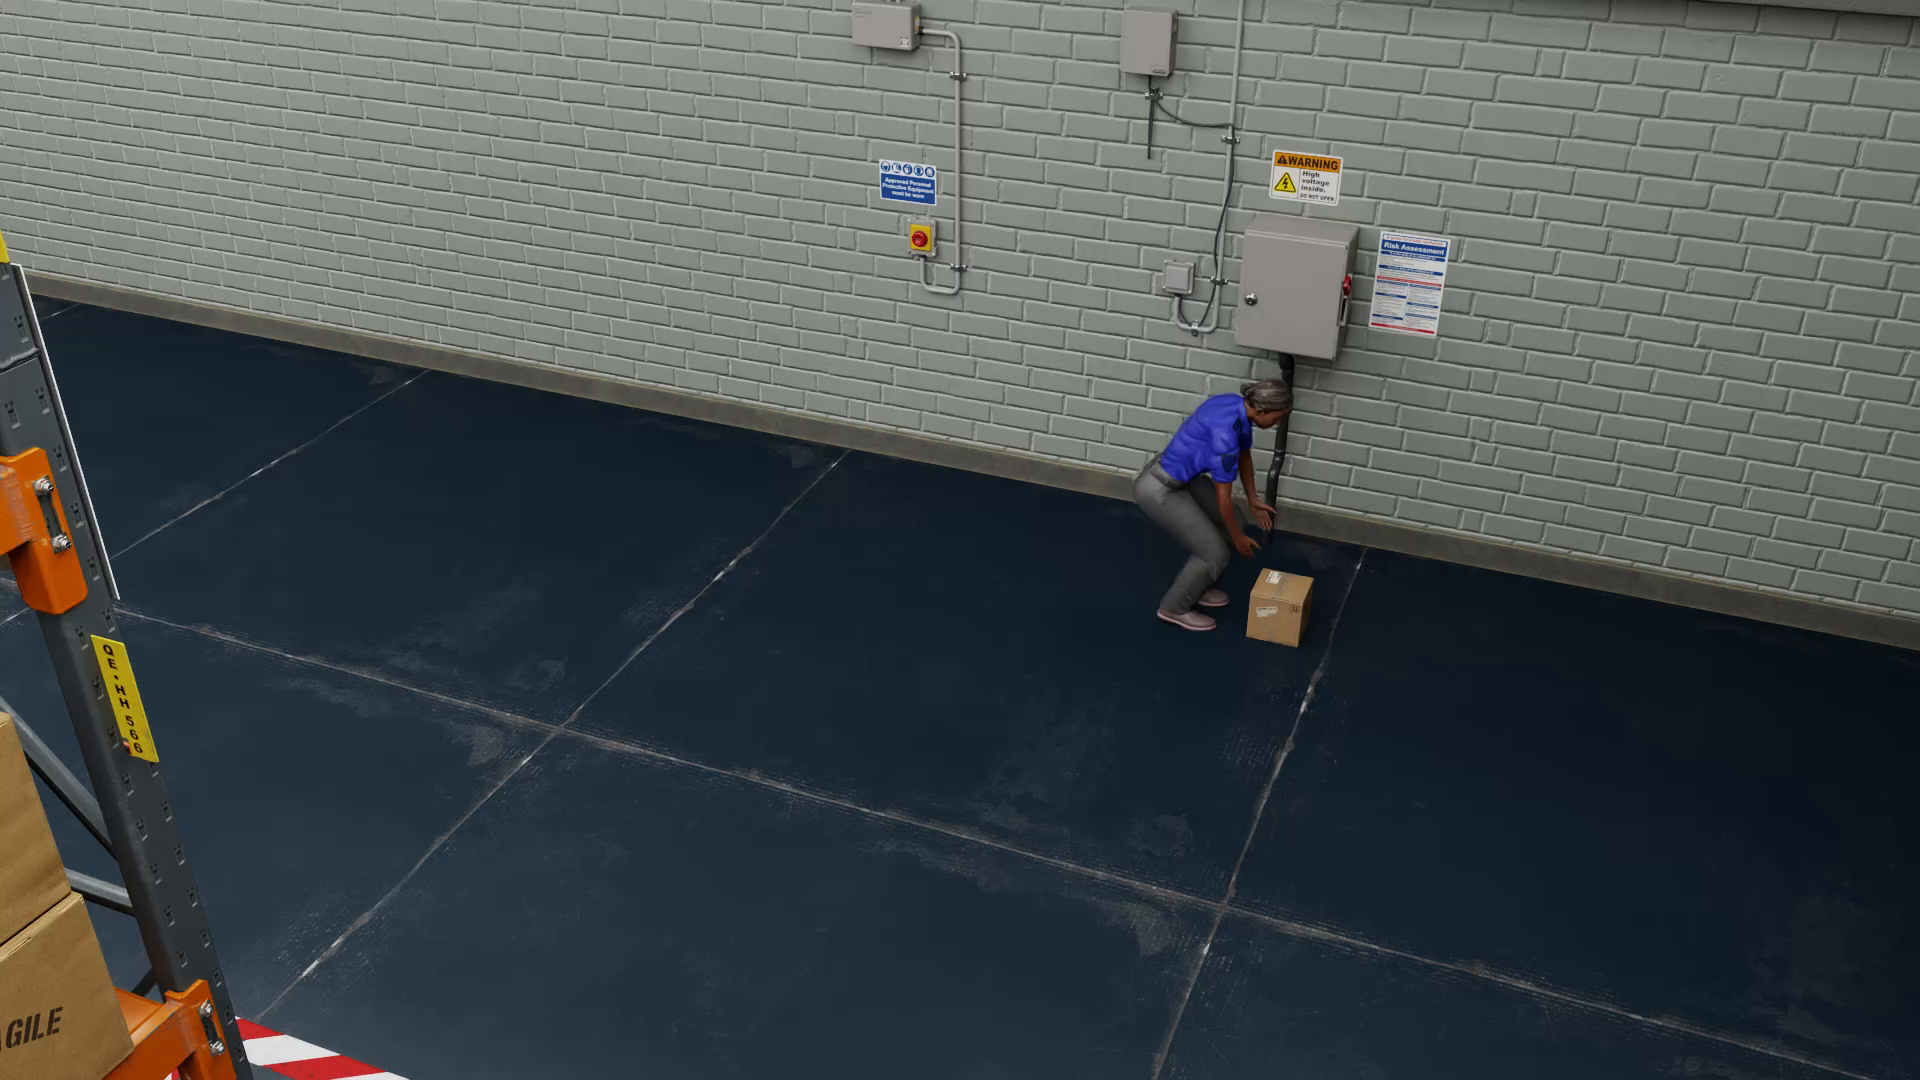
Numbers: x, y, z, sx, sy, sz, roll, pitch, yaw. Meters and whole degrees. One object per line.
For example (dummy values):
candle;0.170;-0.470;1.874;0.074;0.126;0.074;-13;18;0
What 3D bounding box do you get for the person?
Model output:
person;1.181;-0.212;7.896;0.683;1.277;0.496;12;32;19
